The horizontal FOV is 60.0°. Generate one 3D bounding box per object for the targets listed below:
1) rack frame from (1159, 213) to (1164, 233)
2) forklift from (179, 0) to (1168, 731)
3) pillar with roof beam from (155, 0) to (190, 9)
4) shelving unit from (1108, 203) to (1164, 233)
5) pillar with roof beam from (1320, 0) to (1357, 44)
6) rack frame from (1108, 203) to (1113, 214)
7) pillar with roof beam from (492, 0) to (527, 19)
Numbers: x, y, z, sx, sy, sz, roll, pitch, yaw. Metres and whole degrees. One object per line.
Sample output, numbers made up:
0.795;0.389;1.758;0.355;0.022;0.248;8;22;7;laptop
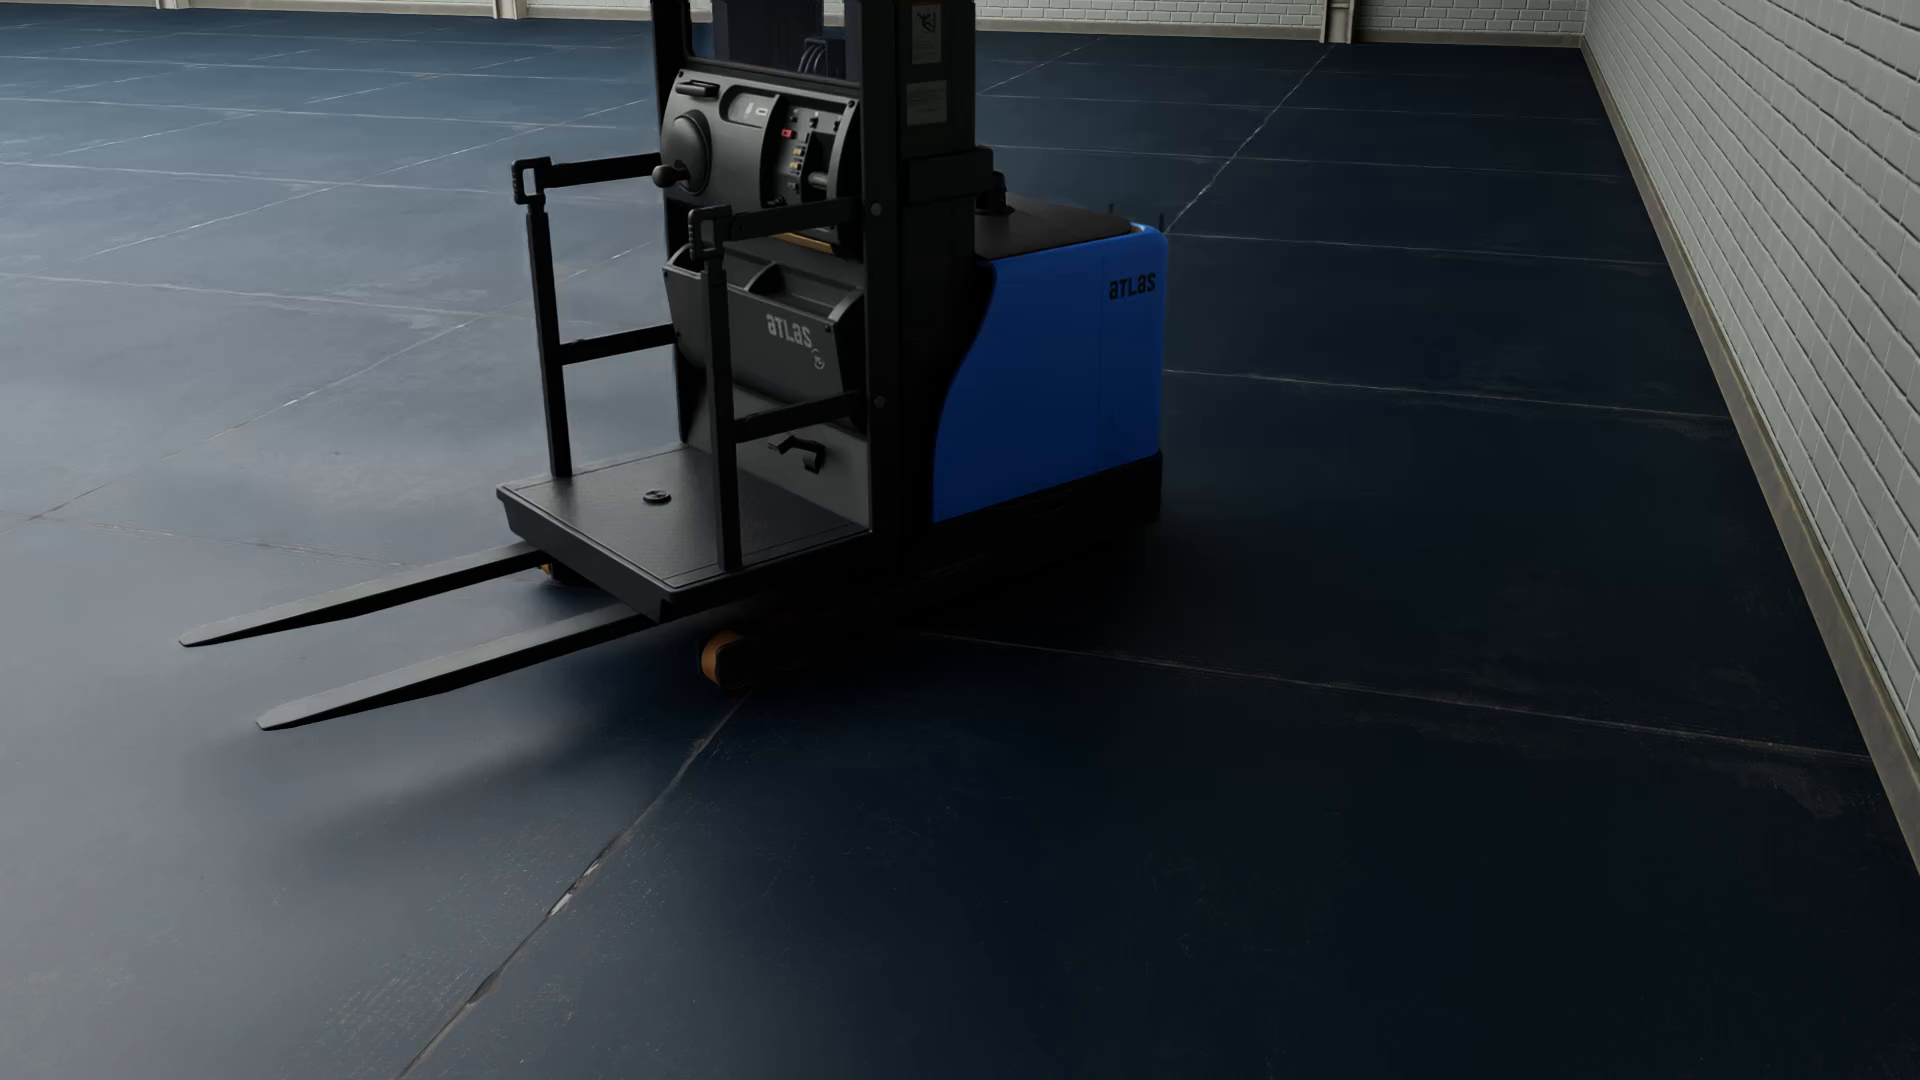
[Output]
0.630;-0.624;5.907;0.200;1.050;0.008;-18;29;-37;rack frame
-0.757;-1.155;4.722;3.031;2.935;1.130;-18;28;-37;forklift
-13.632;-10.981;20.684;0.400;9.000;9.100;7;23;16;pillar with roof beam
0.550;-0.658;5.992;0.215;1.050;0.252;-18;29;-37;shelving unit
3.600;-9.008;15.873;0.400;9.000;9.100;7;23;16;pillar with roof beam
0.470;-0.693;6.077;0.200;1.050;0.008;-18;29;-37;rack frame
-7.888;-10.324;19.080;0.400;9.000;9.100;7;23;16;pillar with roof beam
